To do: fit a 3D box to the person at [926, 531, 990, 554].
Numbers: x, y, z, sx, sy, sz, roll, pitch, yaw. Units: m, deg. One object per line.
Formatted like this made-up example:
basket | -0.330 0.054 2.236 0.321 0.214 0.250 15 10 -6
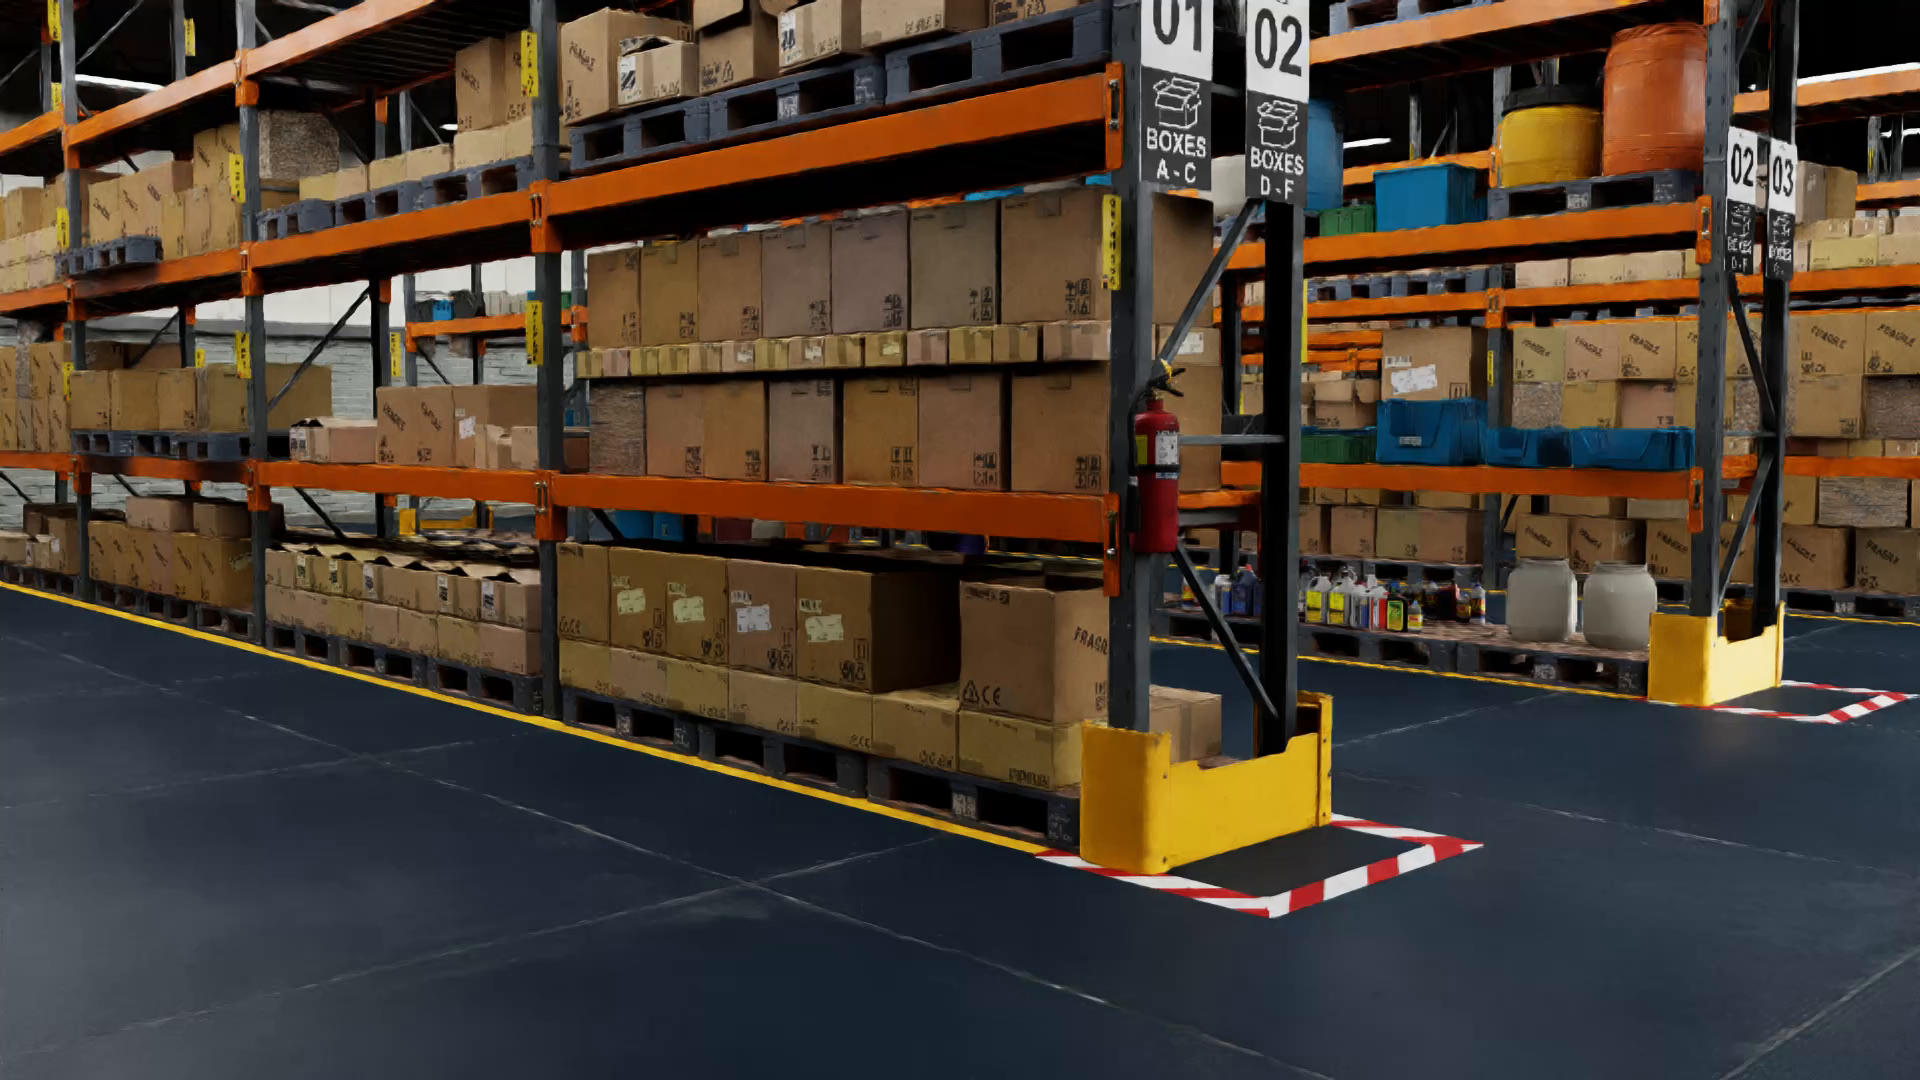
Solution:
person | -0.007 -0.075 11.493 0.626 1.655 0.433 3 5 39
